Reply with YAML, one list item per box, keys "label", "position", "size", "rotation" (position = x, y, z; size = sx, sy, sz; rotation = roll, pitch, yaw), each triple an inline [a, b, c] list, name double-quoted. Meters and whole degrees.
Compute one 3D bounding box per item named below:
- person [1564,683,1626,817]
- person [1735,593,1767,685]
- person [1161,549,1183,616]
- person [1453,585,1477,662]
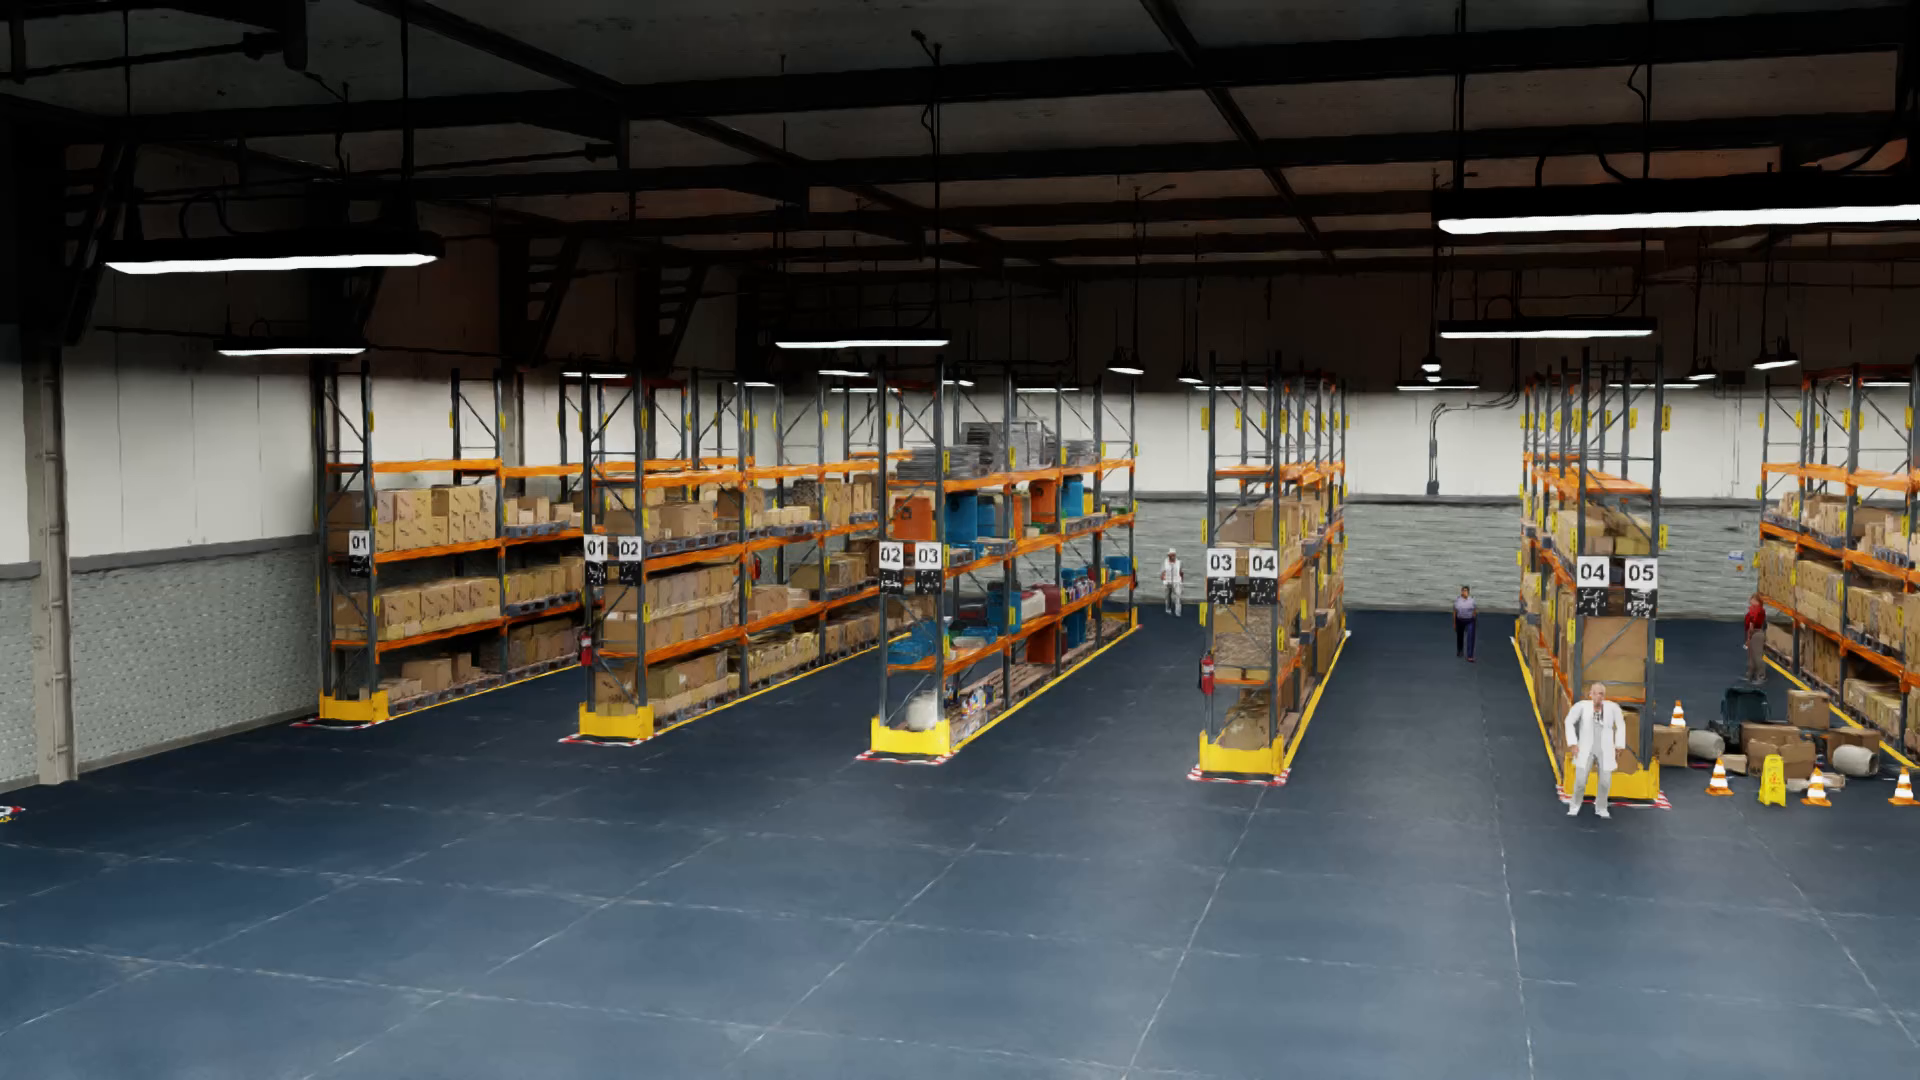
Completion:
- label: "person"
  position: [8.011, 2.641, 21.006]
  size: [0.729, 1.734, 0.546]
  rotation: [1, 4, 15]
- label: "person"
  position: [15.129, 1.860, 31.735]
  size: [0.600, 1.718, 0.656]
  rotation: [3, 5, 35]
- label: "person"
  position: [5.445, 1.077, 42.746]
  size: [0.554, 1.724, 1.029]
  rotation: [1, 4, 8]
- label: "person"
  position: [10.547, 1.722, 34.778]
  size: [0.479, 1.567, 1.090]
  rotation: [1, 4, 18]
